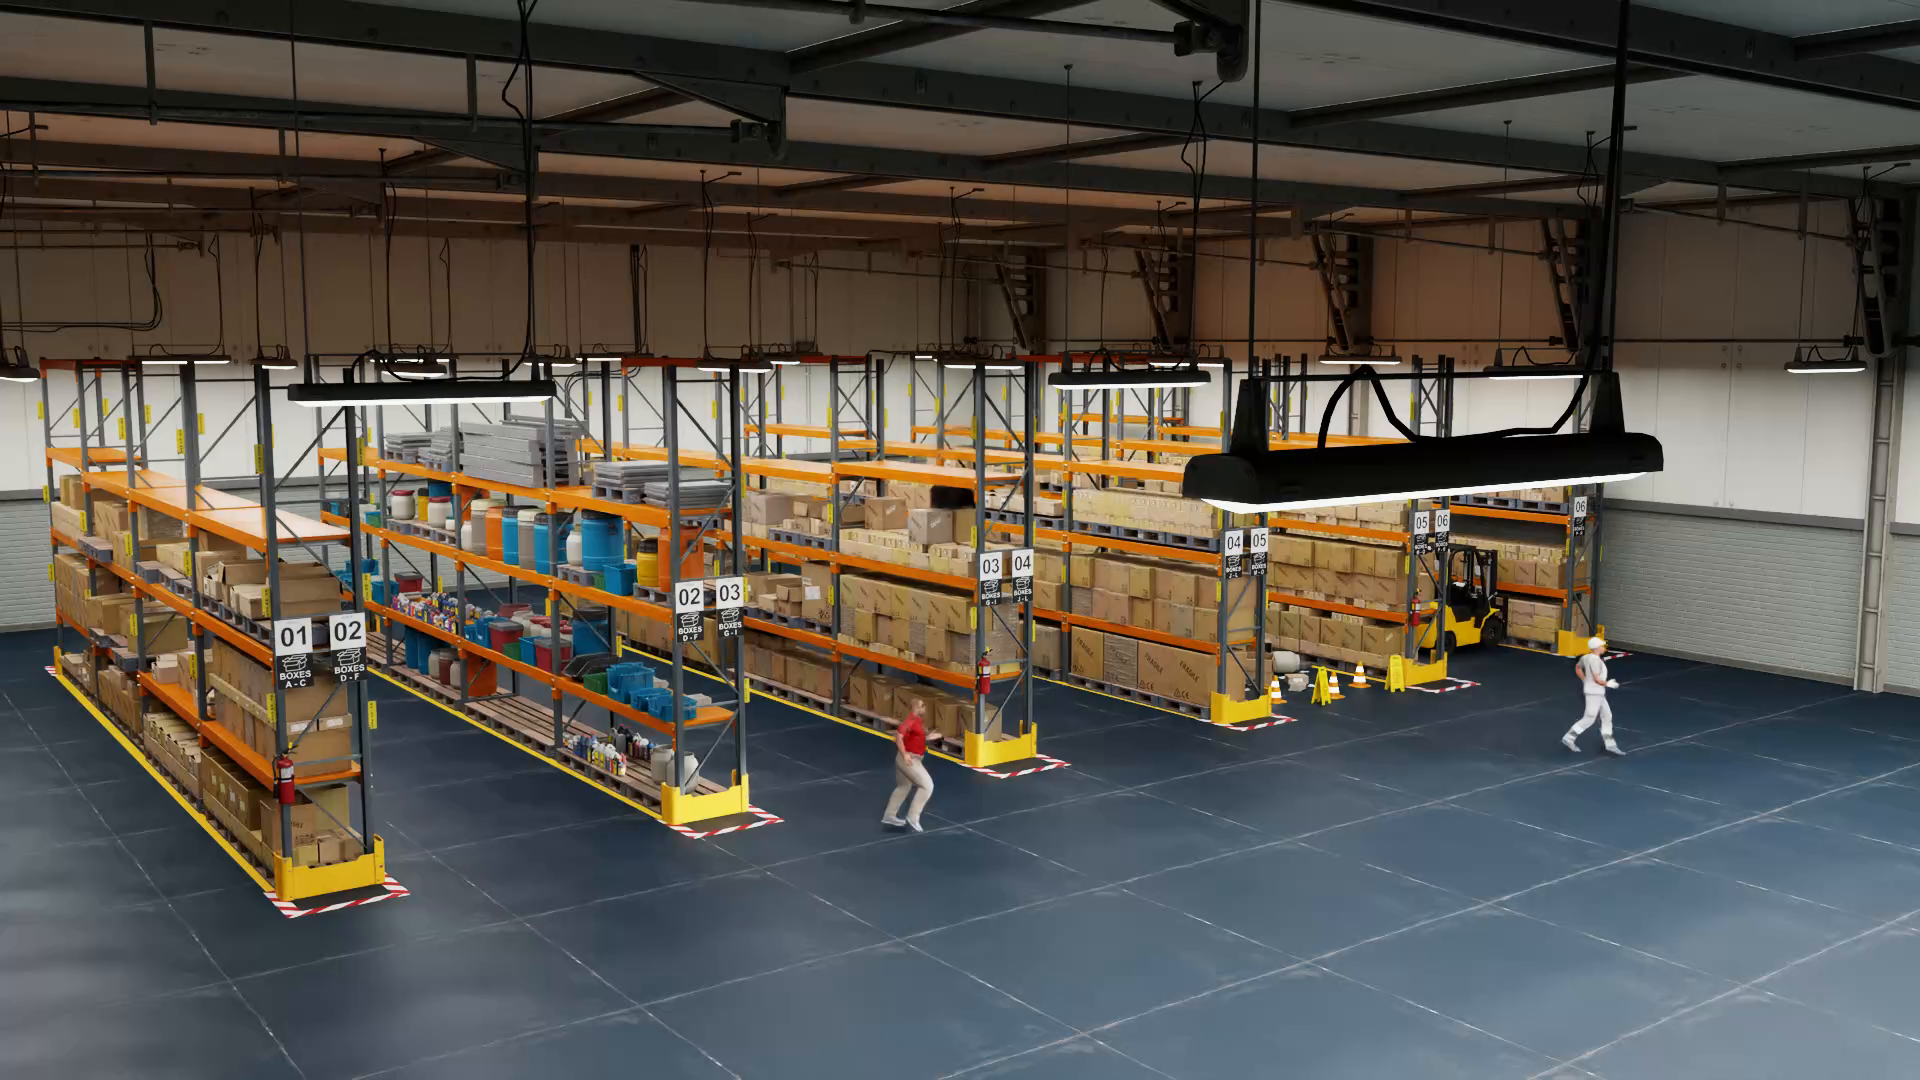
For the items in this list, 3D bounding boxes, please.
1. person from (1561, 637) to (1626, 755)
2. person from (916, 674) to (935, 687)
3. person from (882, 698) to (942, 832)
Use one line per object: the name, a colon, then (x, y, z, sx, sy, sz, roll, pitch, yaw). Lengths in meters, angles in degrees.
person: (9.723, 2.384, 25.462, 0.945, 1.799, 0.699, 2, 7, 14)
person: (-0.485, 1.852, 30.367, 0.646, 1.687, 0.585, -6, 9, -43)
person: (-0.602, 2.960, 21.555, 0.802, 1.703, 0.657, -1, 7, -10)
